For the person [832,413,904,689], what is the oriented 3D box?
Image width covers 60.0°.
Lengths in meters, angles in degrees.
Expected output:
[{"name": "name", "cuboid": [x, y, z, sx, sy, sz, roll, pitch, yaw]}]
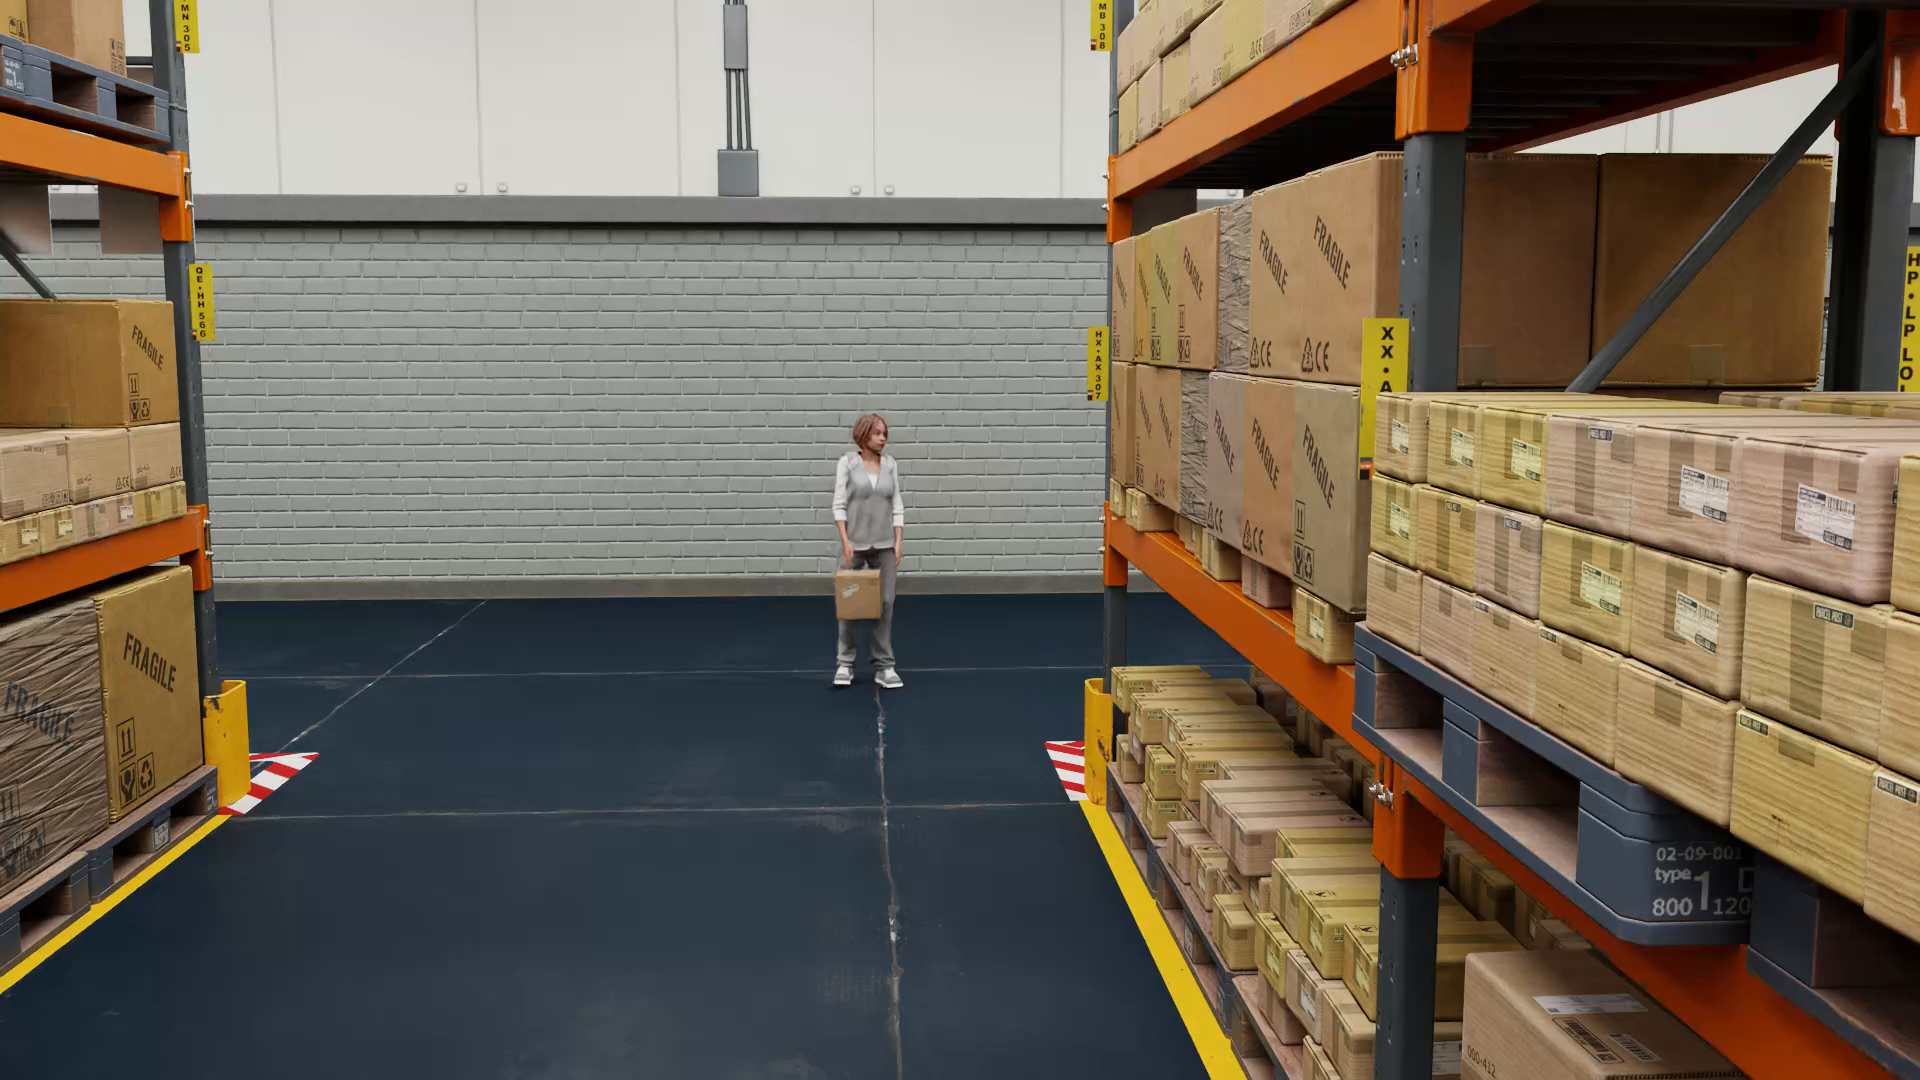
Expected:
[{"name": "person", "cuboid": [-0.531, 0.061, 9.755, 0.438, 1.605, 0.419, -2, 7, -18]}]
